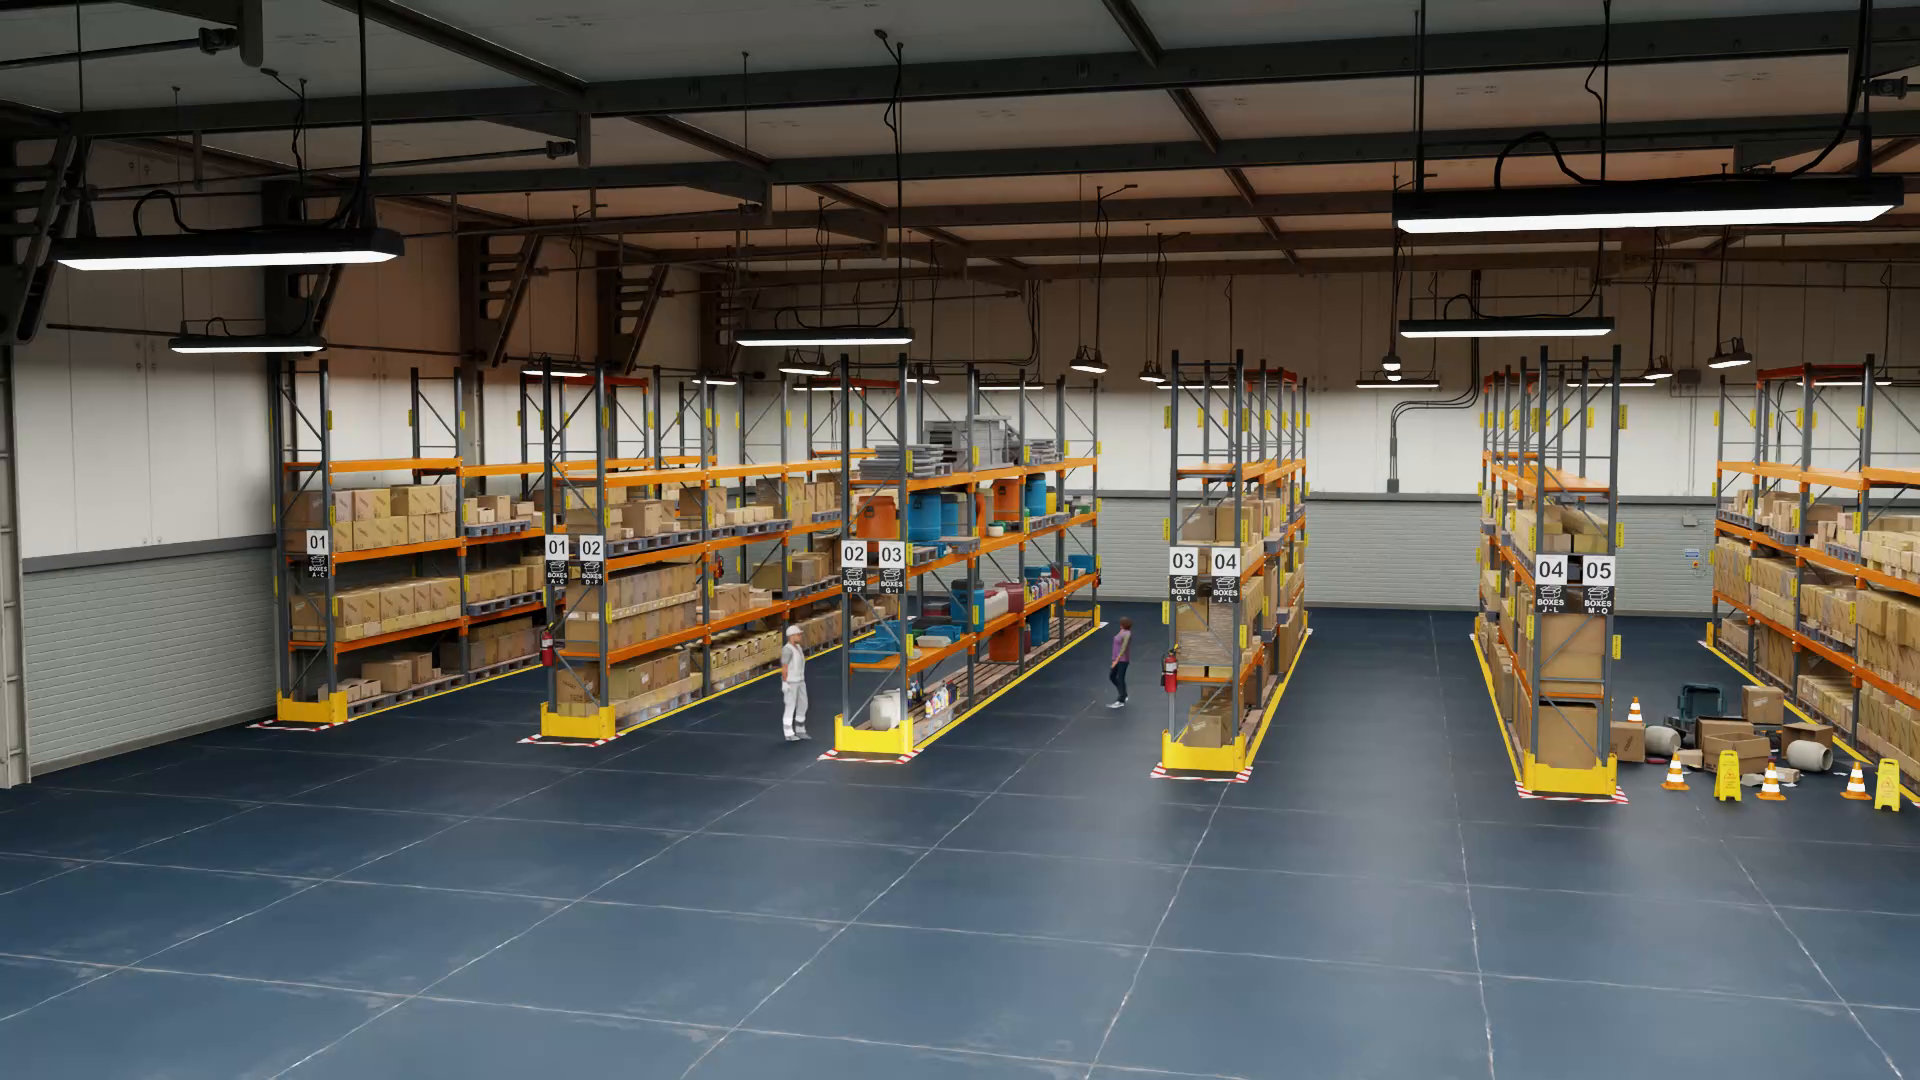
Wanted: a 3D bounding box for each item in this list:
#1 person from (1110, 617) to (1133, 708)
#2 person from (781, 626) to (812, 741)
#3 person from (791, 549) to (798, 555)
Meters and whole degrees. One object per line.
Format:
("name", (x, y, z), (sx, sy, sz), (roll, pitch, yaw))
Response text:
("person", (2.769, 2.129, 29.049), (0.415, 1.607, 0.515), (-1, 4, -14))
("person", (-2.589, 2.254, 26.029), (0.387, 1.824, 0.612), (2, 4, 23))
("person", (-4.374, 1.046, 43.531), (0.728, 1.640, 0.503), (2, 4, 23))
